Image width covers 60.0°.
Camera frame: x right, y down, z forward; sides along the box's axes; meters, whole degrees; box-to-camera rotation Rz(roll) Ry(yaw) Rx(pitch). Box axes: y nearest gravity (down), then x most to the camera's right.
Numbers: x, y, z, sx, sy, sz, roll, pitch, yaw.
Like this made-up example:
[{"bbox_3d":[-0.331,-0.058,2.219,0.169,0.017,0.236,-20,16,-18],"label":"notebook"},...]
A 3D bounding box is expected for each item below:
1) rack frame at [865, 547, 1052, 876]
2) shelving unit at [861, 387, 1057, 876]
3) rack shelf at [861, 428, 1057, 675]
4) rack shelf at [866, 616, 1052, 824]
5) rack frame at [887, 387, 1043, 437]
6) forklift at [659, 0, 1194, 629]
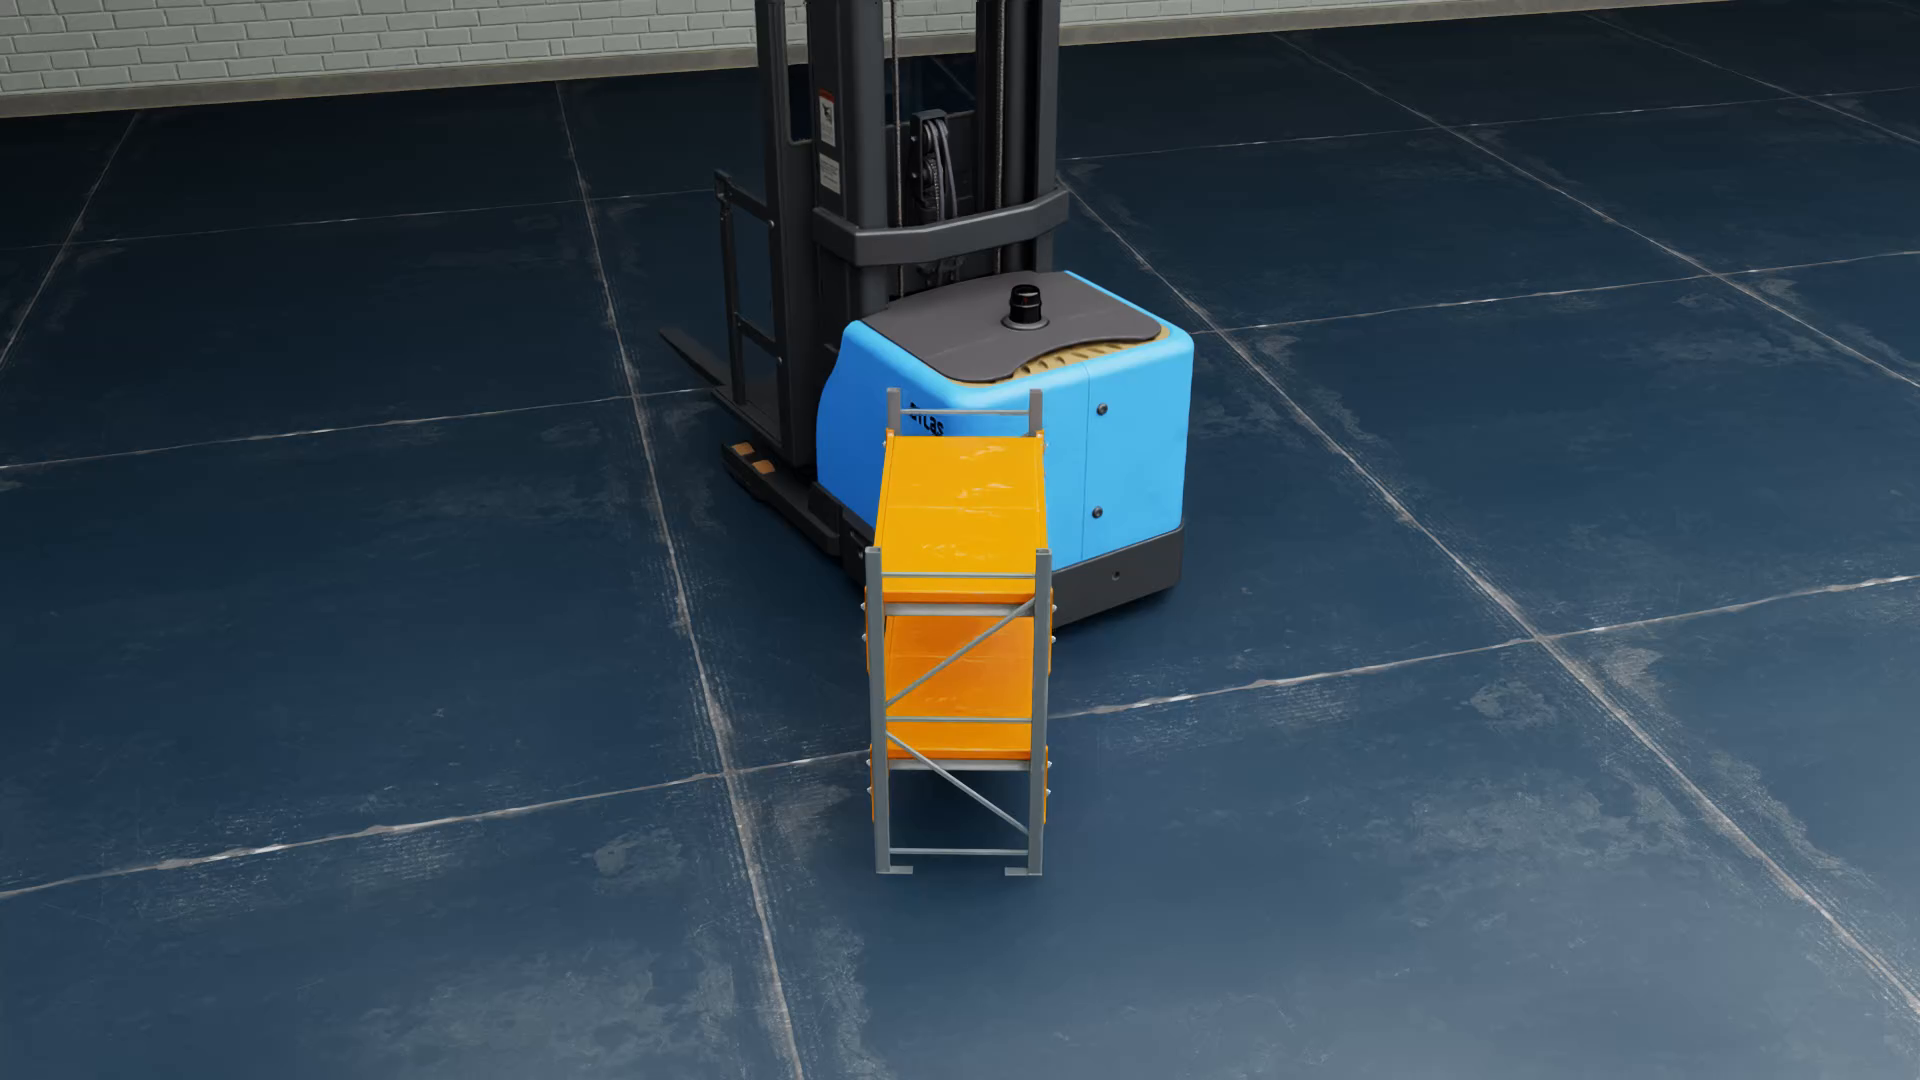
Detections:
[{"bbox_3d":[-0.004,0.515,4.738,0.500,1.125,0.032,1,30,1],"label":"rack frame"},{"bbox_3d":[0.006,0.260,5.178,0.538,1.125,1.048,1,30,1],"label":"shelving unit"},{"bbox_3d":[0.006,0.007,5.031,0.538,0.278,1.000,1,30,1],"label":"rack shelf"},{"bbox_3d":[0.006,0.472,5.300,0.538,0.278,1.000,1,30,1],"label":"rack shelf"},{"bbox_3d":[0.016,0.006,5.618,0.500,1.125,0.032,1,30,1],"label":"rack frame"},{"bbox_3d":[-0.370,-1.555,6.510,1.130,2.935,3.031,-18,34,-28],"label":"forklift"}]
